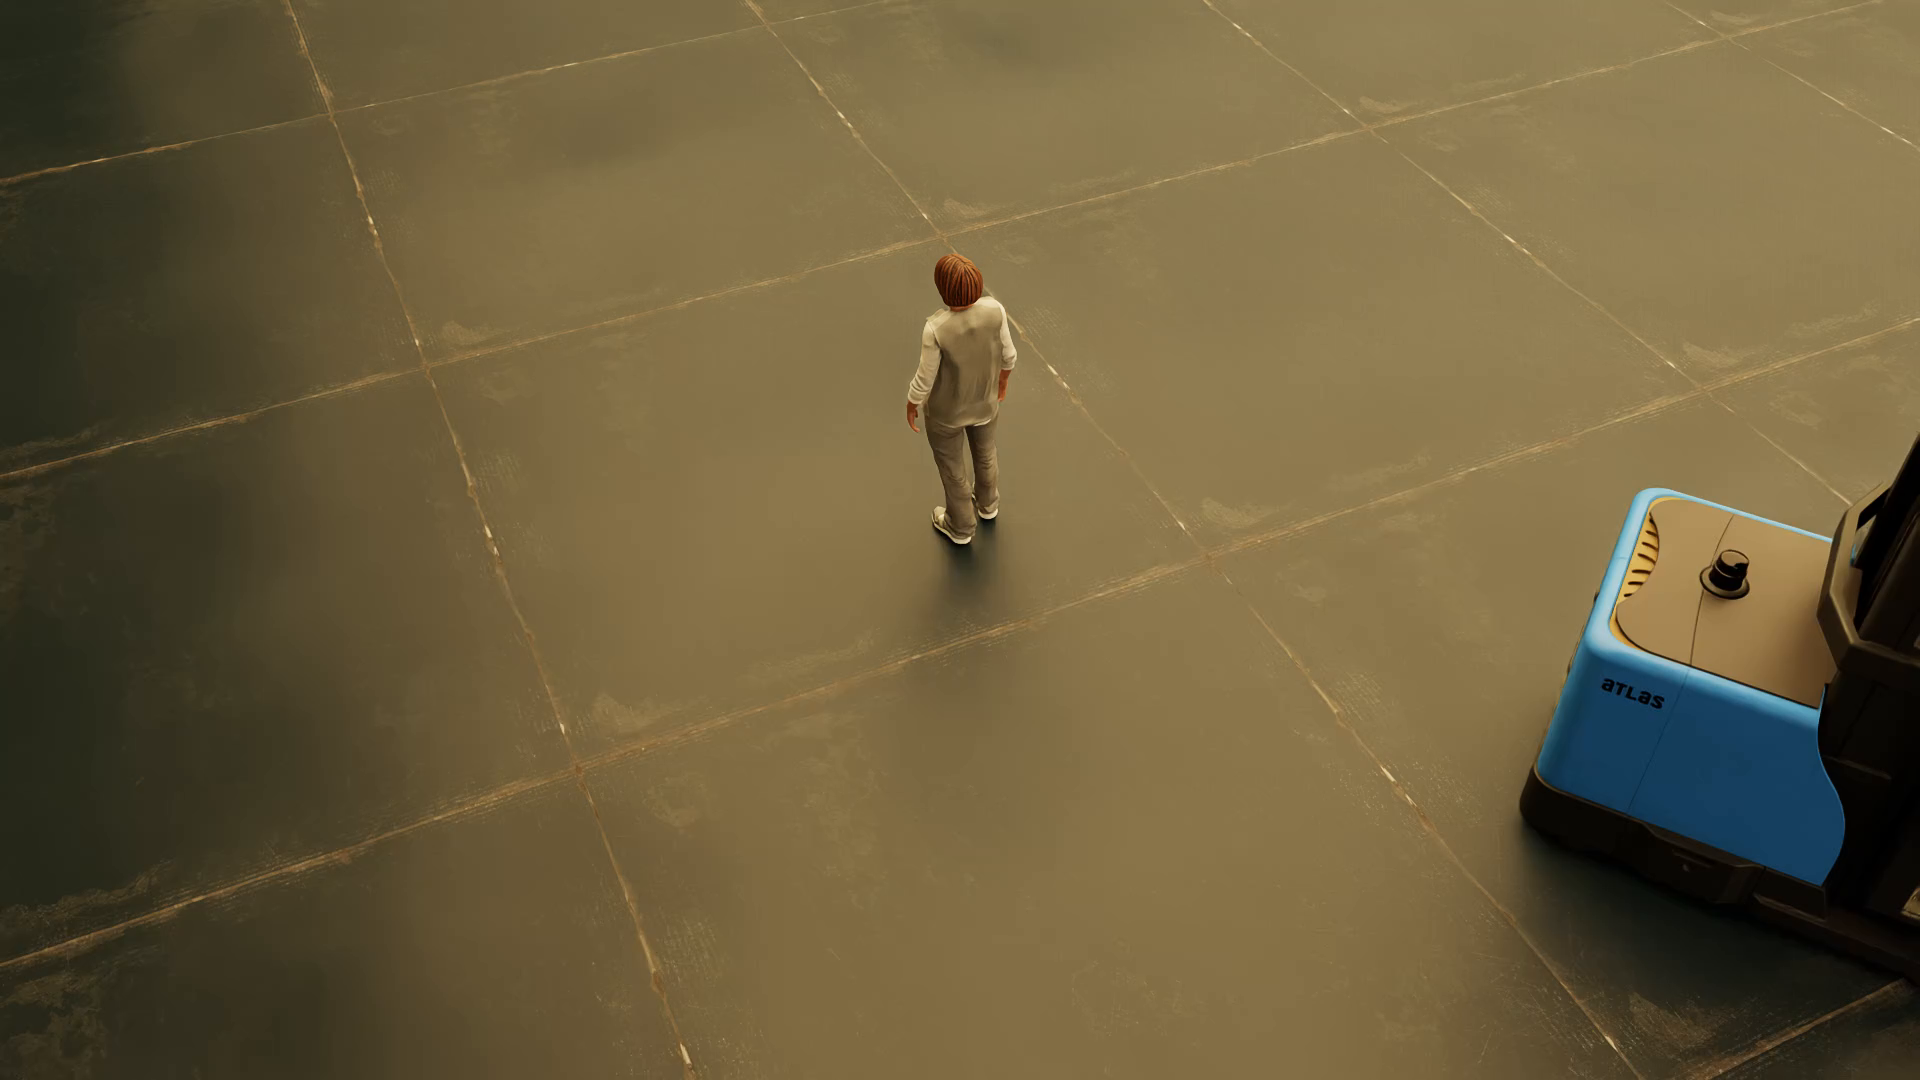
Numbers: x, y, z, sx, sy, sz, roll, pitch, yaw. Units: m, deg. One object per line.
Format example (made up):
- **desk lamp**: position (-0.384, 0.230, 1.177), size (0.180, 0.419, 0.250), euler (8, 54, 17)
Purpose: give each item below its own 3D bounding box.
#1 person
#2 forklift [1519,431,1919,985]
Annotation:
- **person**: position (-0.018, -0.639, 7.331), size (0.520, 1.597, 0.475), euler (-18, 46, -18)
- **forklift**: position (3.760, 0.251, 5.411), size (3.031, 2.935, 1.130), euler (20, 47, 20)
